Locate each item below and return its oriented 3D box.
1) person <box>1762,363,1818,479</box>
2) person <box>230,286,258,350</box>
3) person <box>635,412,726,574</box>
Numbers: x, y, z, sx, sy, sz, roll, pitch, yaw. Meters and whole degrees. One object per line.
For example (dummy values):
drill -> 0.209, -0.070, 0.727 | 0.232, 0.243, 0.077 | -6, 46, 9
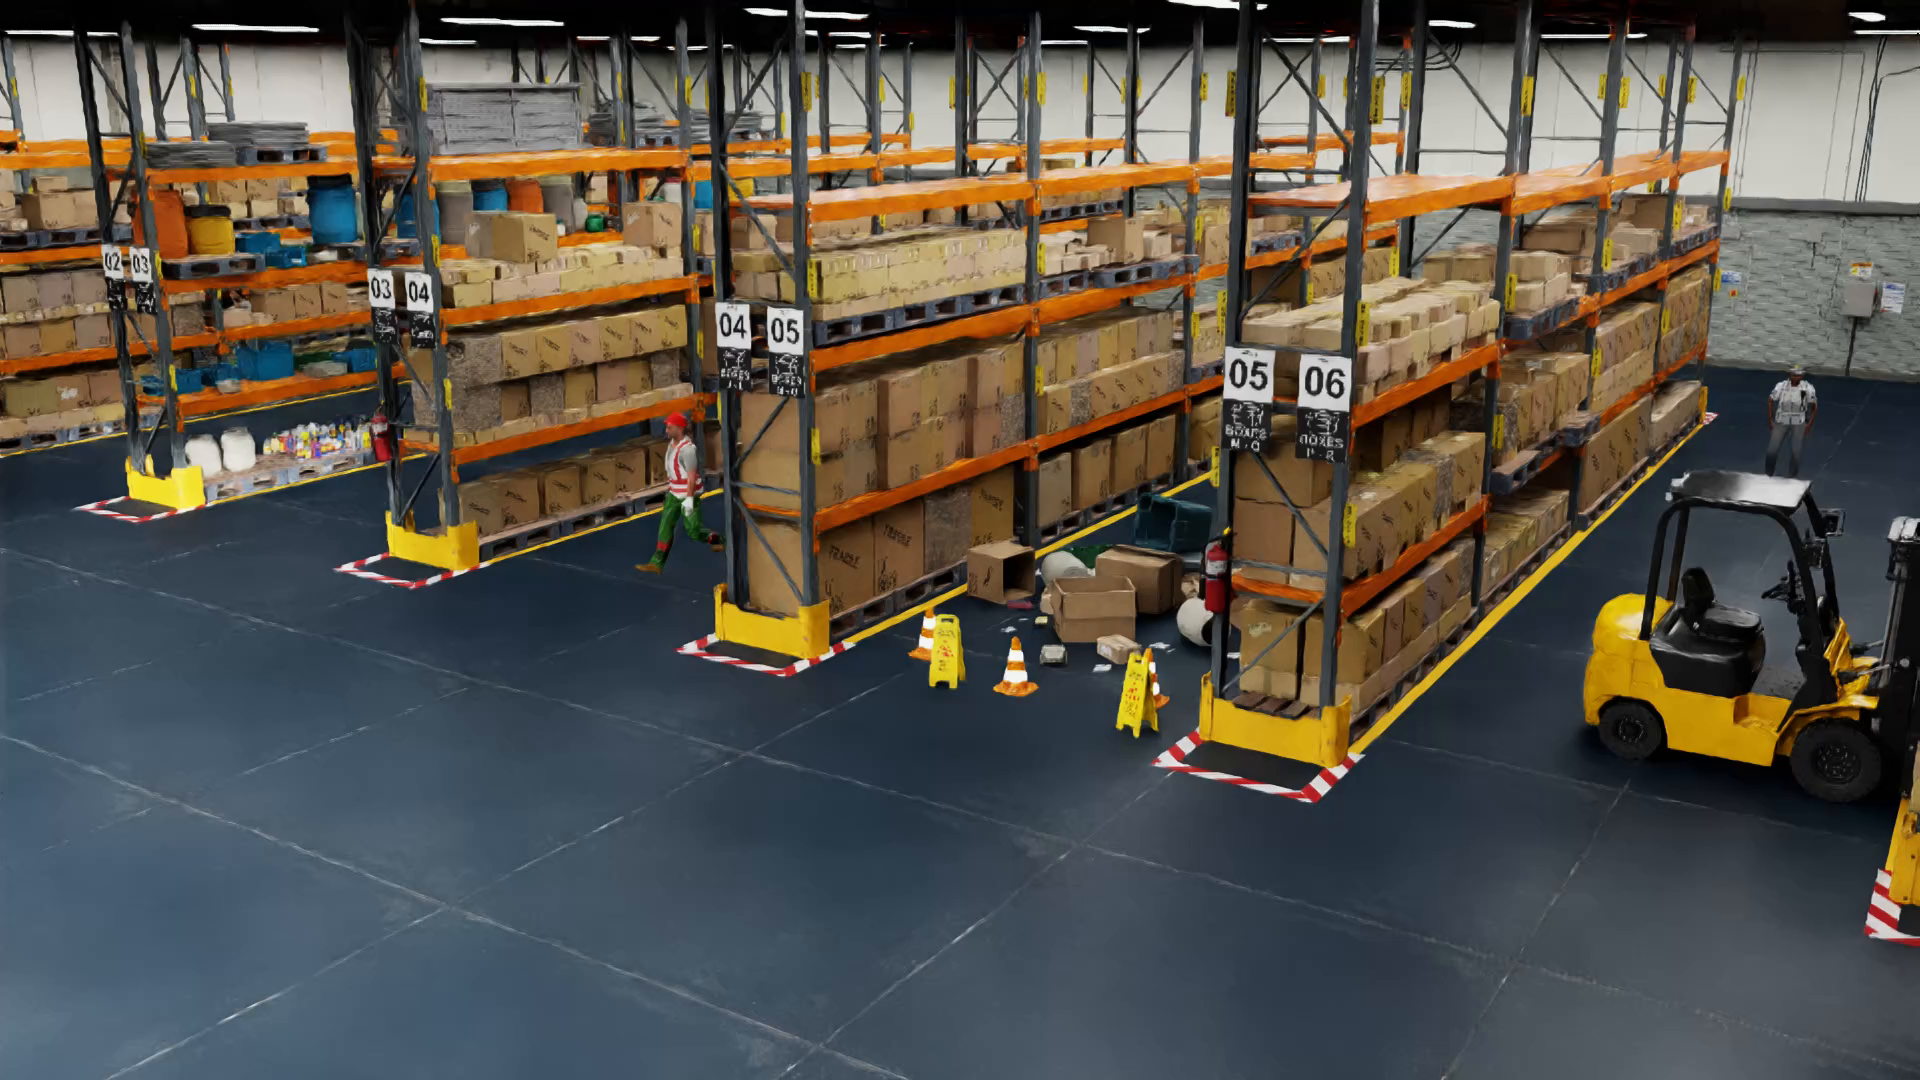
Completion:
person -> 10.844, -1.535, 21.729 | 0.592, 1.630, 0.531 | 9, 18, 29
person -> -12.731, -3.745, 29.689 | 0.580, 1.619, 0.507 | 9, 18, 30
person -> -2.936, -0.488, 17.501 | 0.962, 1.750, 0.600 | -10, 19, -33
